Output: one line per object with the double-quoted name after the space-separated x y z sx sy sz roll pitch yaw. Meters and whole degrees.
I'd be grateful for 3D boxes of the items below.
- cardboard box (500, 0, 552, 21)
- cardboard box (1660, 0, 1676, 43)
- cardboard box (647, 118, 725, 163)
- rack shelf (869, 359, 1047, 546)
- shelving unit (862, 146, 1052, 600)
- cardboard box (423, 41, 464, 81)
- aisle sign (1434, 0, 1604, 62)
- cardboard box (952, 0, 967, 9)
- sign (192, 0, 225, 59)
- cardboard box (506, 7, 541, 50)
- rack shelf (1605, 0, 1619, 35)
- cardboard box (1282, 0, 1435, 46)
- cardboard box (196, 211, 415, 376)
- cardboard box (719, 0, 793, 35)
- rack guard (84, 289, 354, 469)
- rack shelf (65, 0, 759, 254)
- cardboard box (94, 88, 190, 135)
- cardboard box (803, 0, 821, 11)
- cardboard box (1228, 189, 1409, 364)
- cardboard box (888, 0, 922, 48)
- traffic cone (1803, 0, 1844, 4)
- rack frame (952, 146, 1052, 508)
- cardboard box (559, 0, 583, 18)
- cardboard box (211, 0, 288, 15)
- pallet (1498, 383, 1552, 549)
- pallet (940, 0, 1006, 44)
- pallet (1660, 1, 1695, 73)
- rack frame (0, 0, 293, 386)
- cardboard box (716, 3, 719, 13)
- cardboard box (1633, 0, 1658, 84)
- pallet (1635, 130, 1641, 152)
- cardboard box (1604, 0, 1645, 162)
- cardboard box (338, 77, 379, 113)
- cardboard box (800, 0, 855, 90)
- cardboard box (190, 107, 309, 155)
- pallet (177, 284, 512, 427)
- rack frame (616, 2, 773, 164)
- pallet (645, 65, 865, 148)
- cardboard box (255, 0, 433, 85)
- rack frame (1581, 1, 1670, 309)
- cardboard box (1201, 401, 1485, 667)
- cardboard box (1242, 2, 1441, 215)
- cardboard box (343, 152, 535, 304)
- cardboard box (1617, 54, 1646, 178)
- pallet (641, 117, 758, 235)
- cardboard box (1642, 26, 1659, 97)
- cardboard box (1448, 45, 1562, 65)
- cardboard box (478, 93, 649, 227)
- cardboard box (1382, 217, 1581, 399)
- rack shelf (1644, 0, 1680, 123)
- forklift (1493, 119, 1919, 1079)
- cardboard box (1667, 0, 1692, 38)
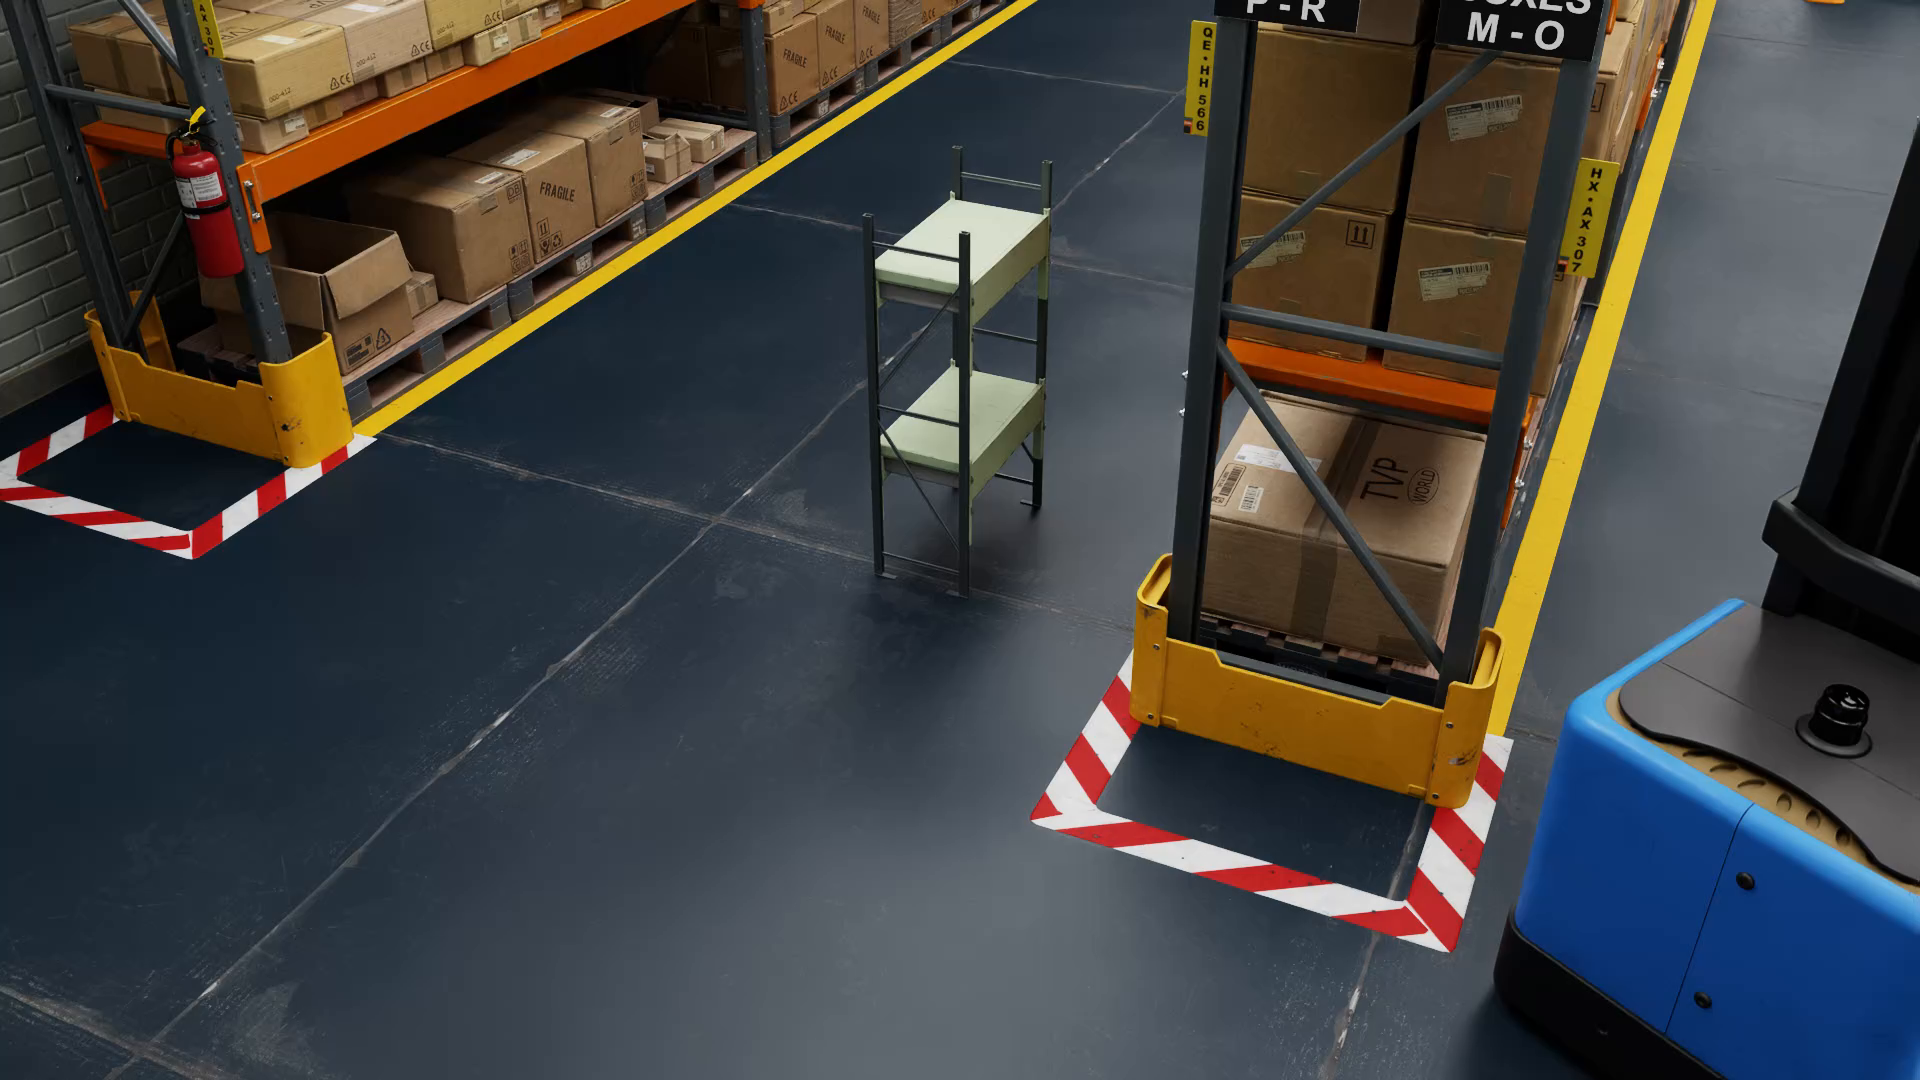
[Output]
-2.277 -2.724 8.035 0.500 0.250 0.500 13 36 19 "cardboard box"
3.282 -2.686 8.247 0.500 0.250 0.500 13 36 19 "cardboard box"
-1.618 -2.365 9.839 0.380 0.149 0.250 13 35 19 "cardboard box"
0.003 -0.358 6.523 0.431 0.370 0.720 14 36 20 "rack shelf"
0.003 -0.631 6.344 0.431 1.500 0.755 14 36 20 "shelving unit"
-2.529 -2.252 7.678 0.380 0.149 0.250 15 36 21 "cardboard box"
1.418 -1.582 4.057 0.394 0.787 0.004 14 36 20 "aisle sign"
-0.179 -4.342 12.534 0.500 0.500 0.500 14 36 20 "cardboard box"
-2.833 -1.972 6.233 0.100 0.325 0.005 14 36 20 "sign"
-2.263 -2.496 8.051 0.380 0.149 0.250 15 36 22 "cardboard box"
2.021 -2.547 5.820 1.077 0.370 4.000 14 36 20 "rack shelf"
1.153 -1.554 4.789 0.380 0.149 0.250 15 36 21 "cardboard box"
-2.984 -1.149 7.661 0.797 0.503 0.637 13 35 19 "cardboard box"
-1.260 -3.246 10.270 0.380 0.149 0.250 16 36 23 "cardboard box"
-3.294 -0.727 7.403 1.175 0.500 0.348 14 36 20 "rack guard"
-2.489 -2.430 8.376 1.077 0.370 4.000 14 36 20 "rack shelf"
-3.431 -1.856 7.074 0.380 0.149 0.250 14 36 20 "cardboard box"
-1.118 -3.532 10.706 0.380 0.149 0.250 12 35 18 "cardboard box"
1.146 -0.940 5.358 0.500 0.500 0.500 14 36 21 "cardboard box"
-0.596 -3.818 11.734 0.500 0.500 0.500 13 35 19 "cardboard box"
6.958 -4.575 13.305 0.336 0.463 0.334 14 36 20 "traffic cone"
0.156 -0.813 6.622 0.400 1.500 0.023 14 36 20 "rack frame"
-2.157 -2.774 8.475 0.380 0.149 0.250 15 36 21 "cardboard box"
-3.157 -2.343 7.453 0.500 0.250 0.500 14 36 21 "cardboard box"
1.960 -0.453 7.249 1.003 0.211 1.213 14 36 20 "pallet"
-0.325 -4.190 12.947 1.003 0.211 1.213 14 36 20 "pallet"
4.860 -3.805 12.360 1.003 0.211 1.213 14 36 20 "pallet"
-3.326 -1.735 6.660 1.000 3.000 0.127 14 36 20 "rack frame"
-1.655 -3.510 10.673 0.380 0.149 0.250 14 36 21 "cardboard box"
2.270 -1.997 6.057 0.500 0.500 0.500 14 36 21 "cardboard box"
3.621 -2.435 10.271 1.003 0.211 1.213 14 36 20 "pallet"
1.854 -1.490 5.284 0.500 0.500 0.500 13 35 19 "cardboard box"
-2.796 -2.006 7.303 0.380 0.149 0.250 14 36 20 "cardboard box"
-1.031 -3.314 10.965 0.500 0.500 0.500 14 36 20 "cardboard box"
-2.939 -1.730 6.882 0.380 0.149 0.250 14 36 20 "cardboard box"
-2.961 -1.003 8.088 1.003 0.211 1.213 14 36 20 "pallet"
-1.652 -3.727 9.698 1.000 3.000 0.127 14 36 20 "rack frame"
-1.346 -2.974 11.094 1.003 0.211 1.213 14 36 20 "pallet"
-2.680 -2.212 7.253 0.500 0.250 0.500 15 36 21 "cardboard box"
2.858 -2.590 7.964 1.000 3.000 0.127 14 36 20 "rack frame"
1.370 -0.053 6.050 0.875 0.438 0.875 13 35 19 "cardboard box"
1.170 -1.352 5.074 0.500 0.500 0.500 15 36 22 "cardboard box"
-2.591 -1.565 8.297 0.700 0.500 0.500 16 36 22 "cardboard box"
2.256 -1.574 6.323 0.500 0.500 0.500 15 36 22 "cardboard box"
-1.940 -2.219 9.941 1.003 0.211 1.213 14 36 20 "pallet"
2.686 -2.085 7.102 0.500 0.500 0.500 13 36 19 "cardboard box"
1.584 -1.442 4.619 0.380 0.149 0.250 15 36 21 "cardboard box"
-2.156 -2.082 9.086 0.700 0.500 0.500 13 35 19 "cardboard box"
1.646 -0.813 5.163 0.500 0.500 0.500 14 36 20 "cardboard box"
3.695 -3.285 9.681 1.077 0.370 4.000 14 36 20 "rack shelf"
2.986 -0.205 4.390 3.031 2.935 1.130 -23 40 -31 "forklift"
4.777 -3.938 12.033 0.950 0.372 0.625 12 35 17 "cardboard box"
